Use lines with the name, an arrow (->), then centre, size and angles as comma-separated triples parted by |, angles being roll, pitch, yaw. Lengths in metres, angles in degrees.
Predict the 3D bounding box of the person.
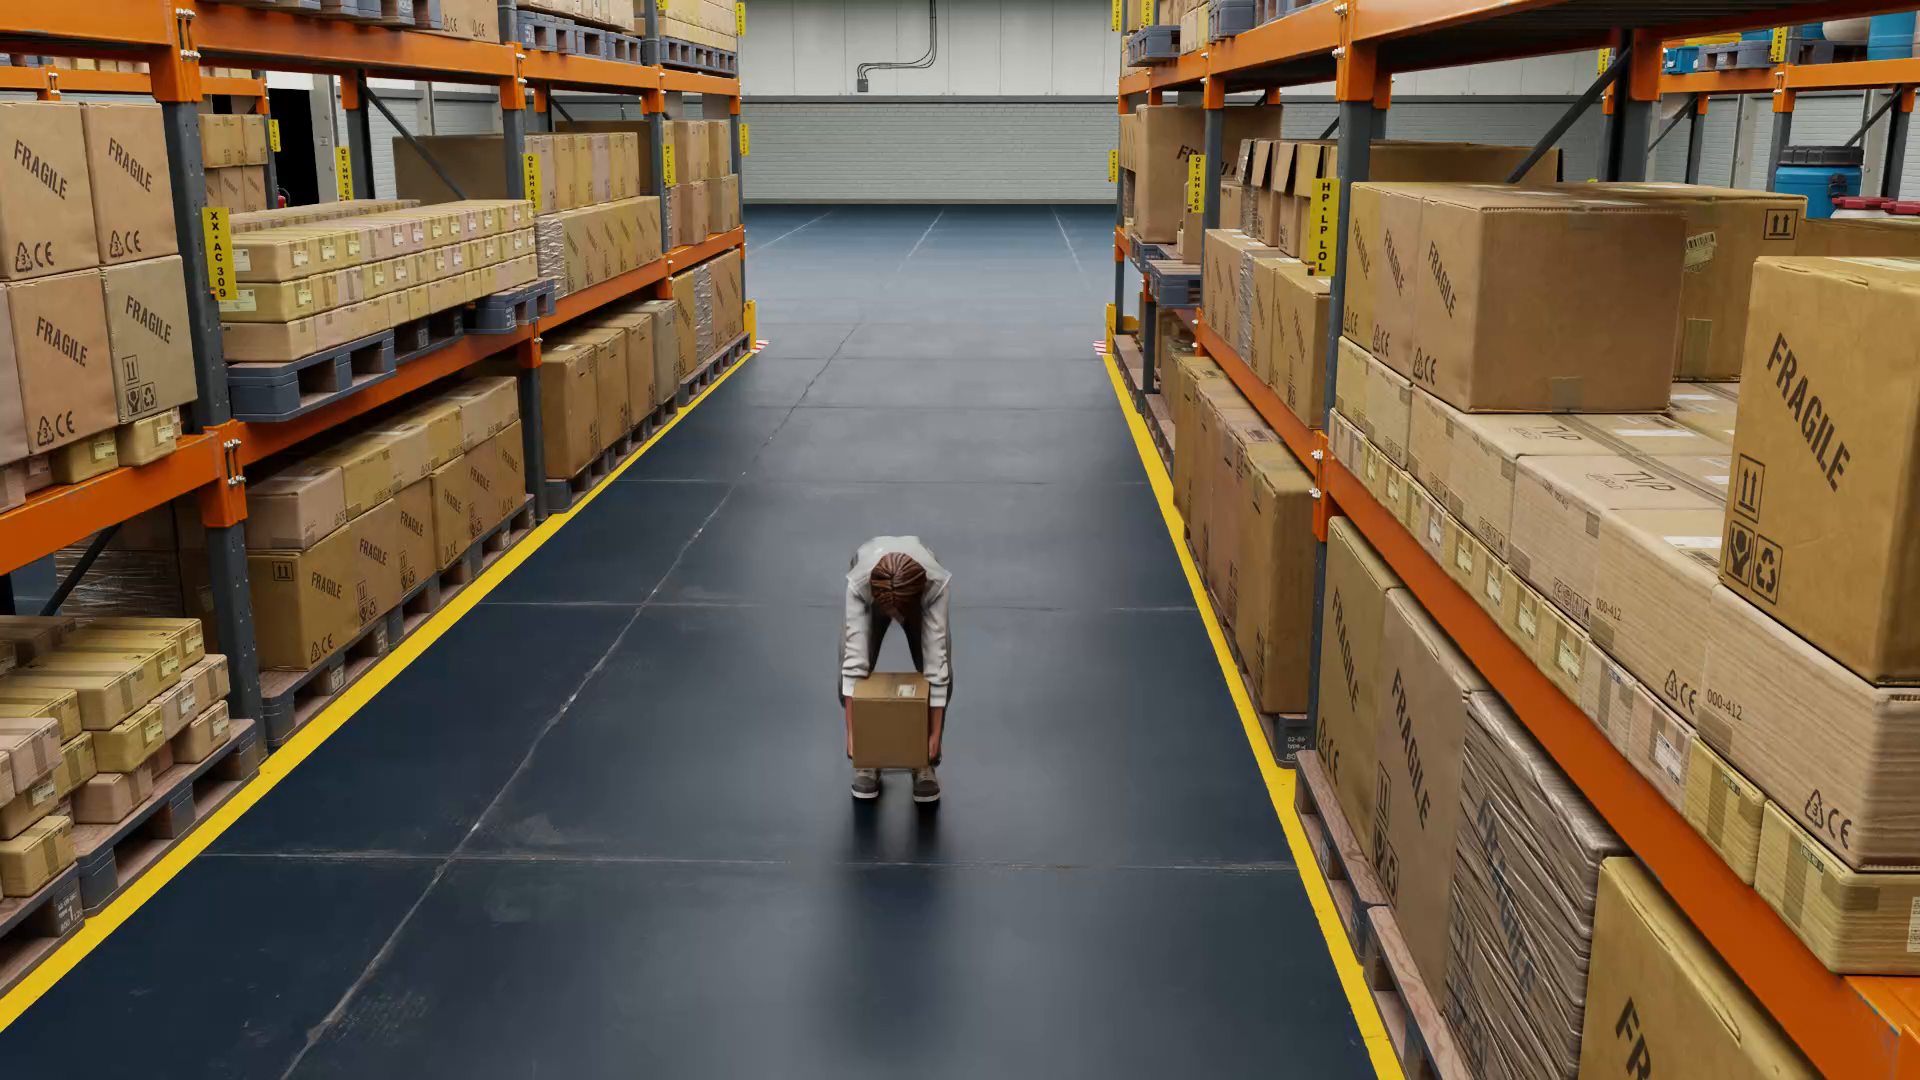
person -> -0.229, 0.468, 5.857 | 0.411, 1.018, 0.857 | 0, 14, -1
